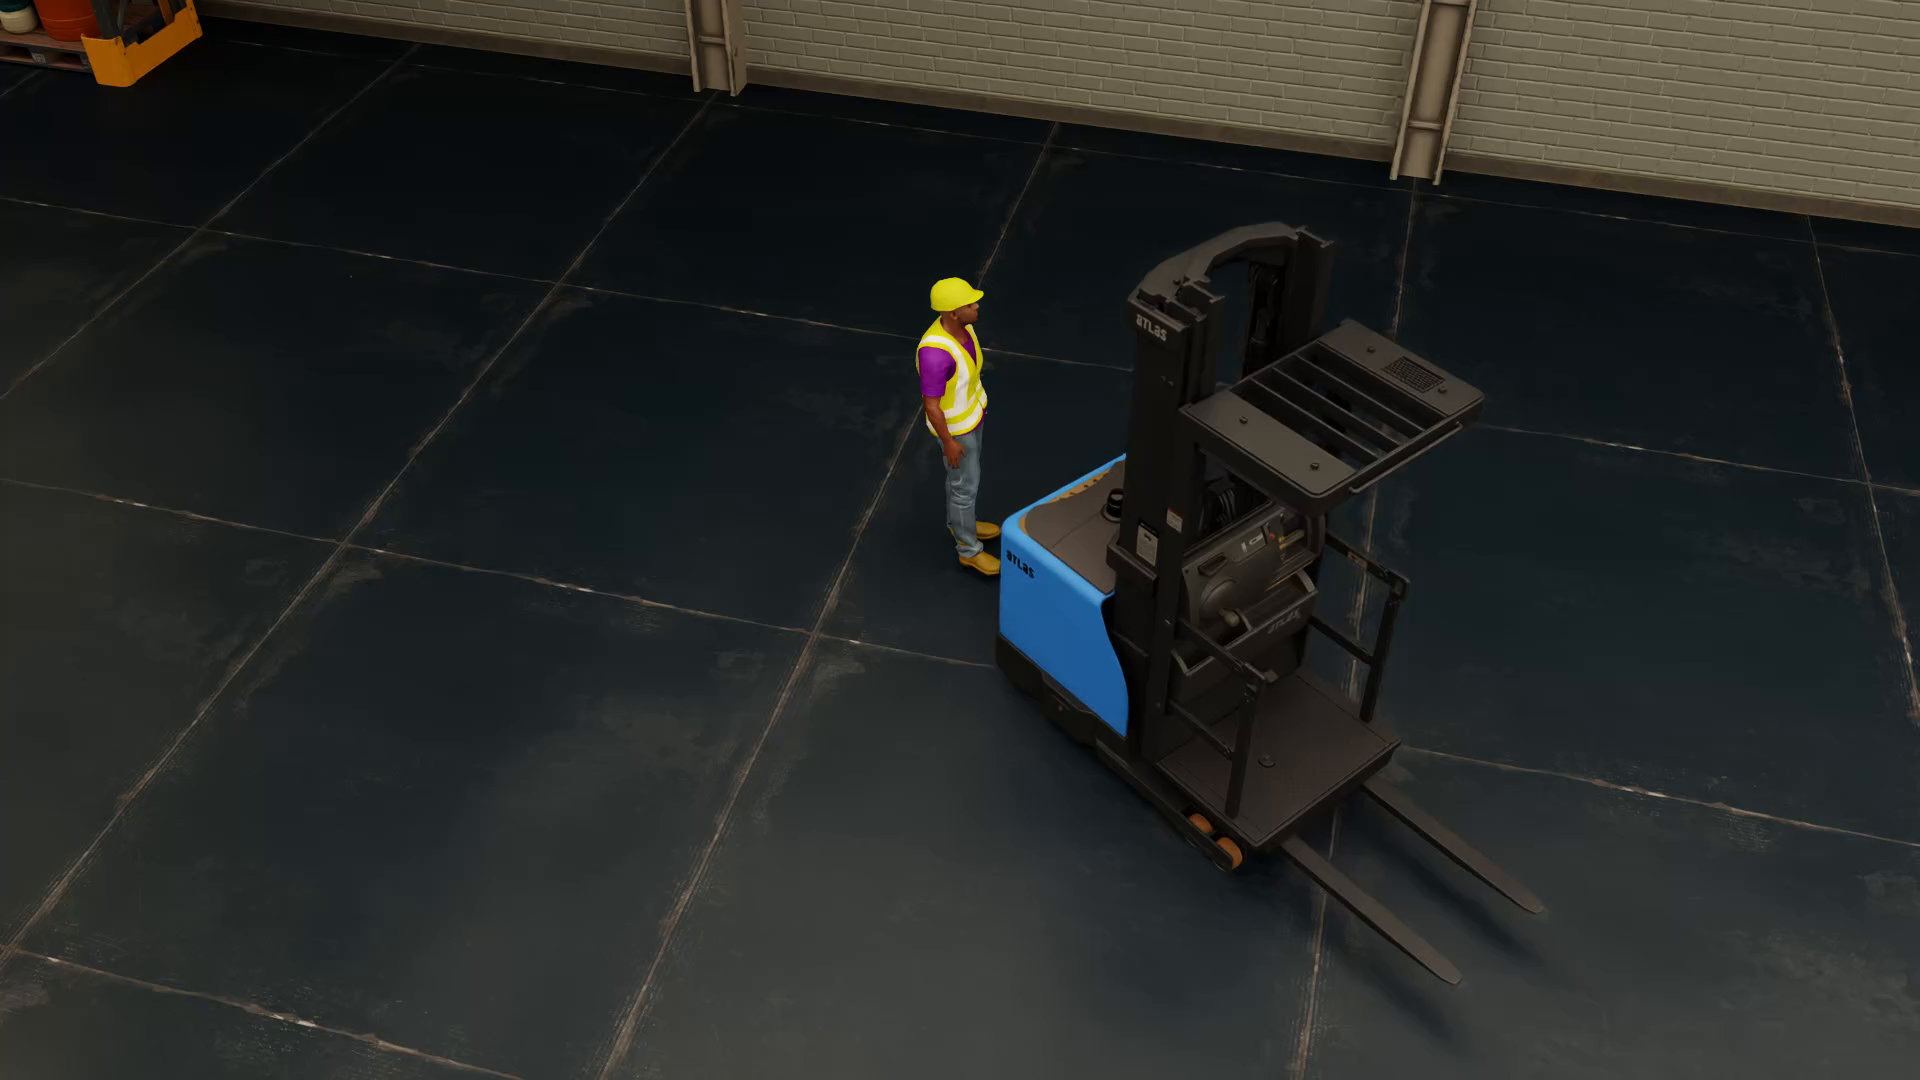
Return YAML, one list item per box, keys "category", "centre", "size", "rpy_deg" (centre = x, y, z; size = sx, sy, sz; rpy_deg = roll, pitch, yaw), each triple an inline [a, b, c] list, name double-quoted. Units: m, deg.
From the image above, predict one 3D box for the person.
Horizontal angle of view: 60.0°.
- category: "person"
  centre: [0.065, -0.682, 9.456]
  size: [0.577, 1.759, 0.665]
  rpy_deg: [10, 42, 11]

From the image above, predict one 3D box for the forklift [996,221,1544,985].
- category: "forklift"
  centre: [1.520, 0.155, 7.685]
  size: [1.130, 2.935, 3.031]
  rpy_deg: [-28, 49, -29]
